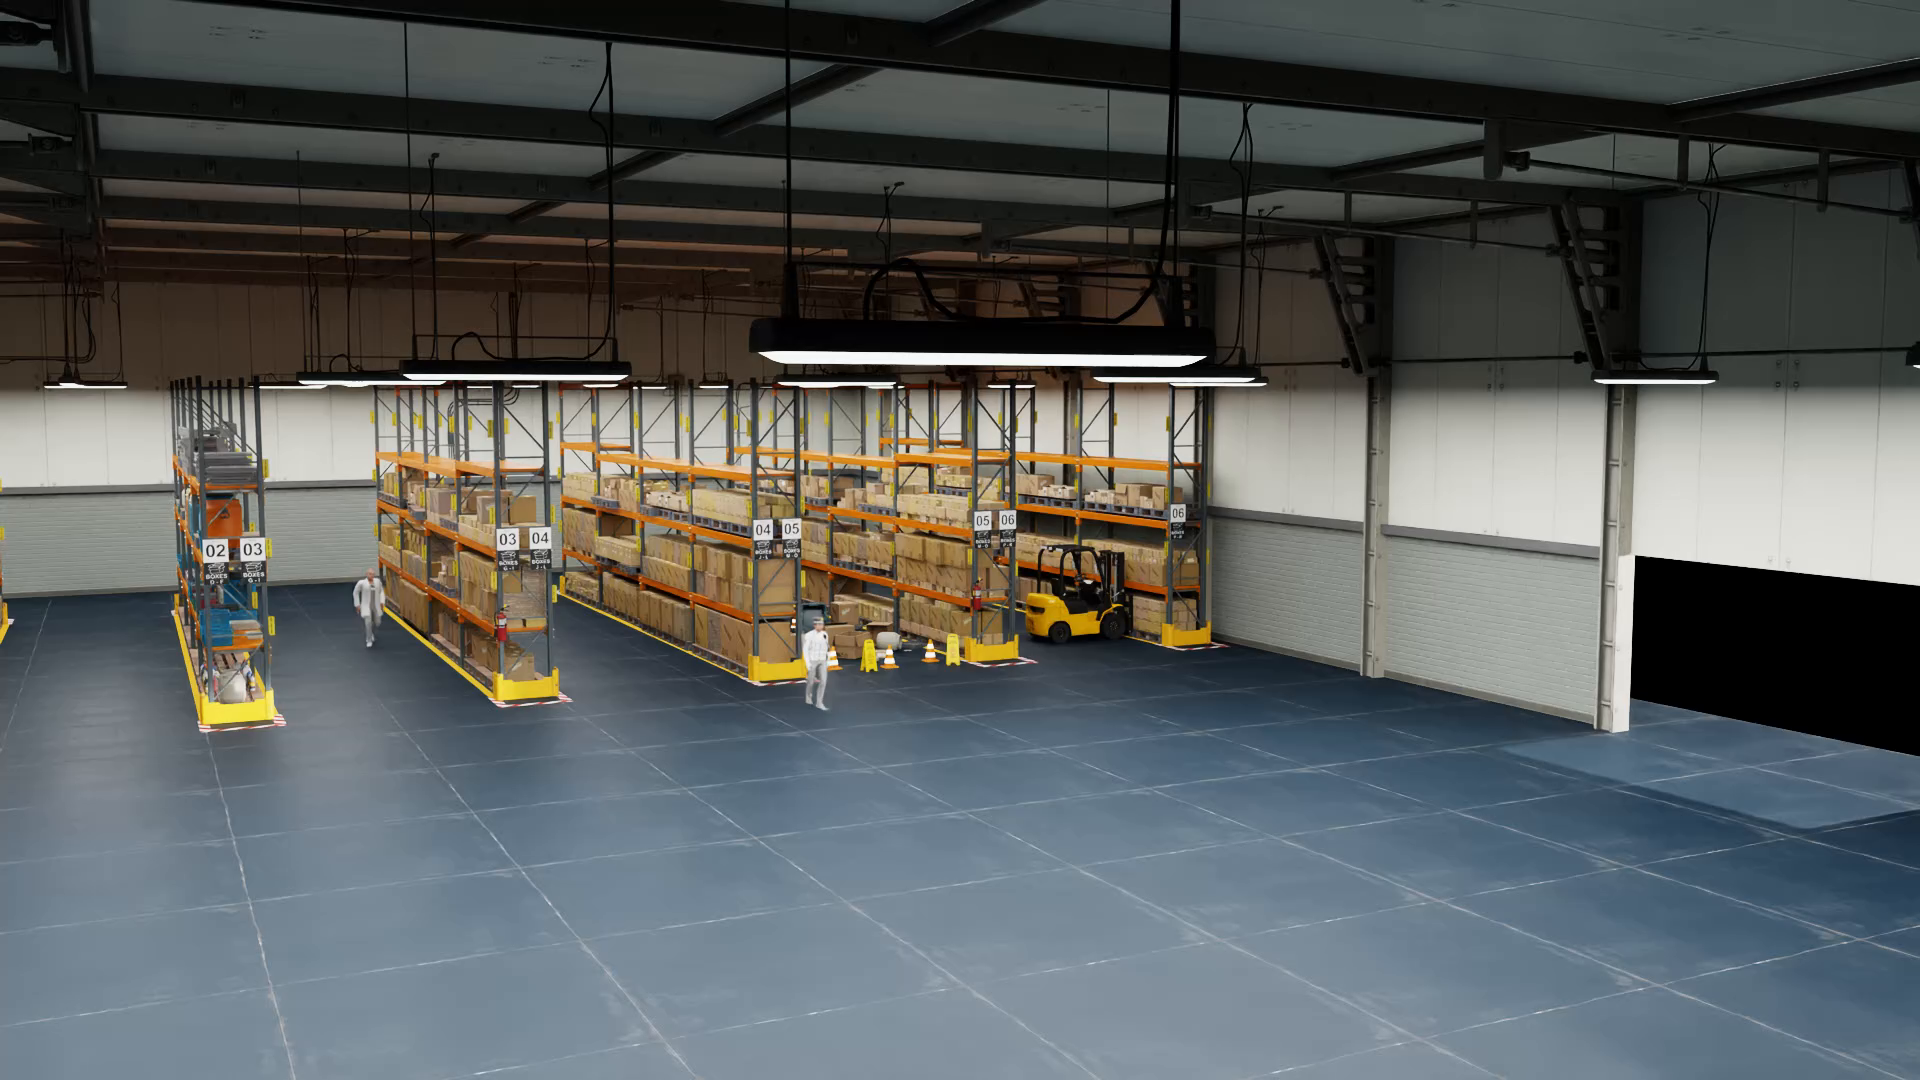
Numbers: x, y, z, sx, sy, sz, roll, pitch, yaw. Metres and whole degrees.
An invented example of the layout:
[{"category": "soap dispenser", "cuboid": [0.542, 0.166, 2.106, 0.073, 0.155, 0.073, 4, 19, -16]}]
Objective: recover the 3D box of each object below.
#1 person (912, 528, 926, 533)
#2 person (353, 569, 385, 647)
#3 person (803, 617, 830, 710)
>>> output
[{"category": "person", "cuboid": [-1.179, 0.394, 46.658, 0.626, 1.808, 0.497, -4, 7, -40]}, {"category": "person", "cuboid": [-13.393, 1.509, 37.646, 0.669, 1.762, 0.753, -4, 7, -40]}, {"category": "person", "cuboid": [-2.595, 2.235, 30.238, 0.554, 1.681, 0.684, -3, 6, -29]}]
